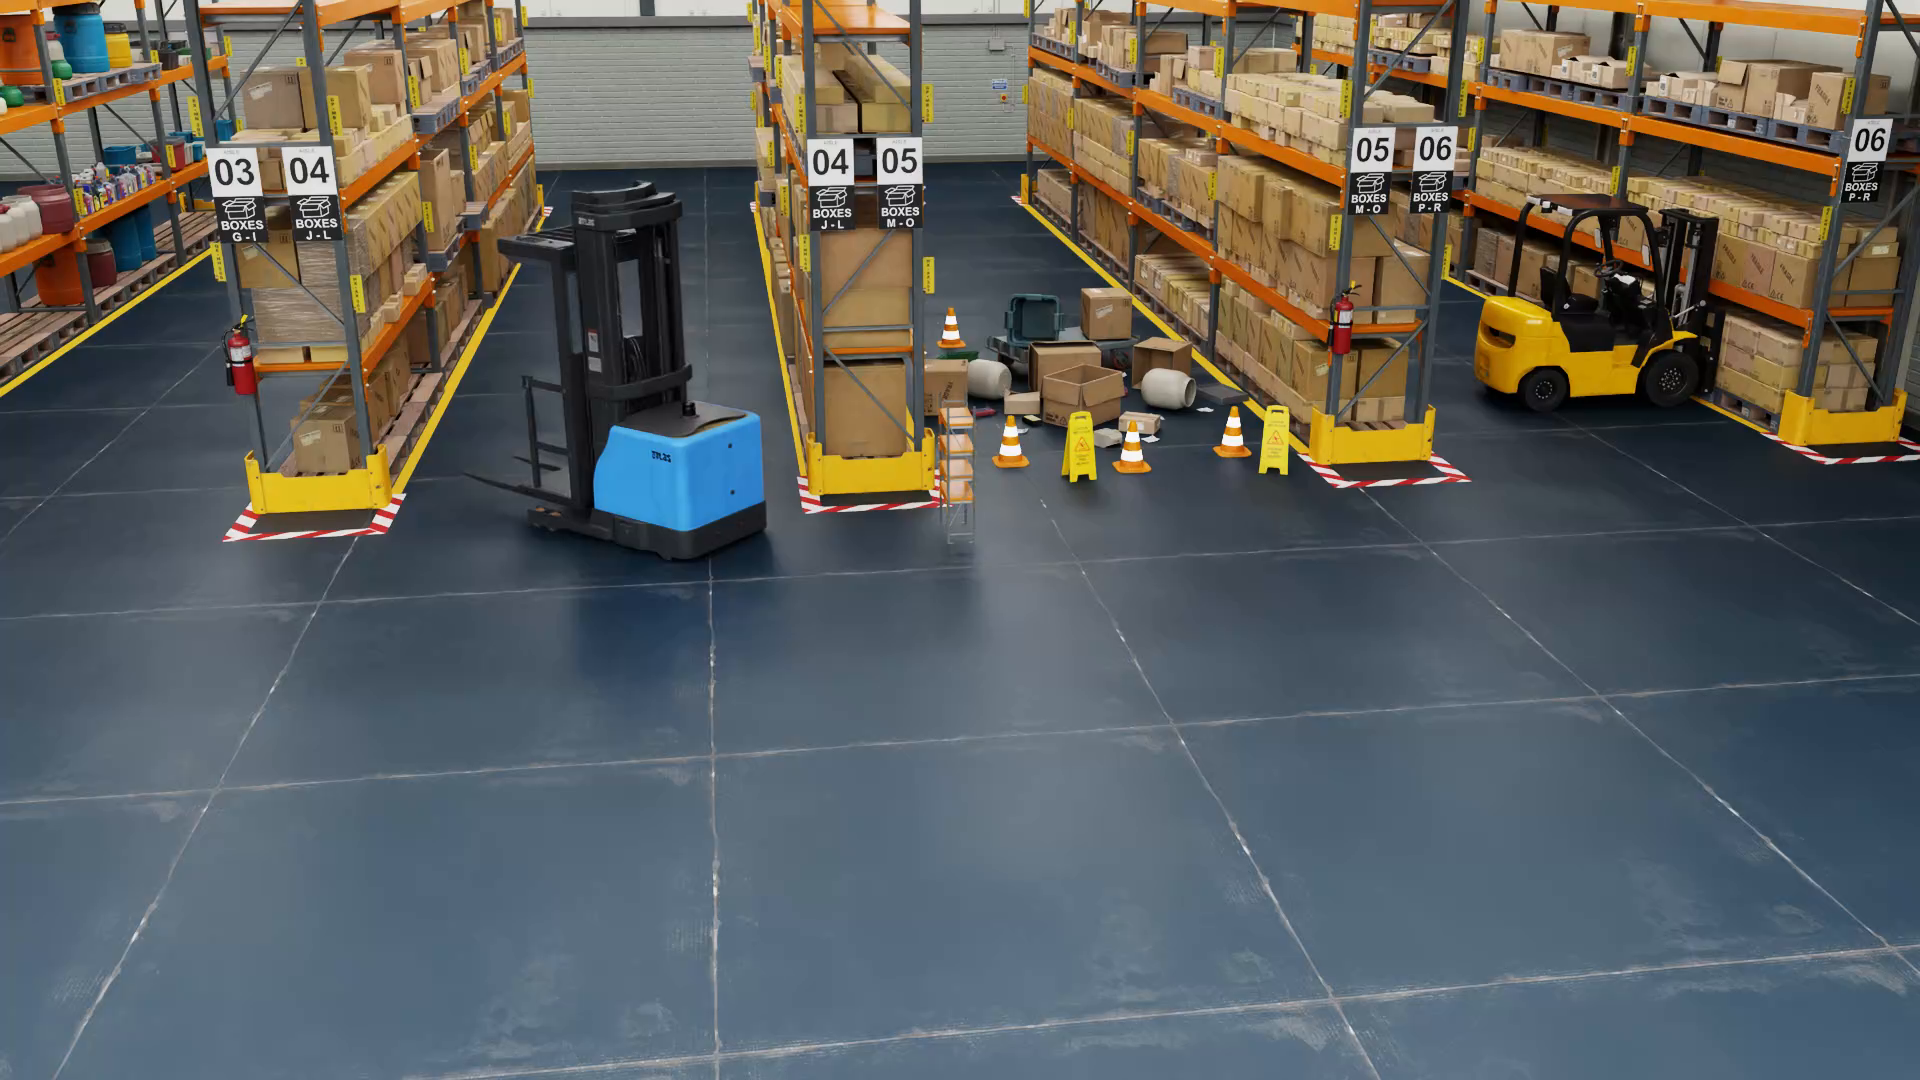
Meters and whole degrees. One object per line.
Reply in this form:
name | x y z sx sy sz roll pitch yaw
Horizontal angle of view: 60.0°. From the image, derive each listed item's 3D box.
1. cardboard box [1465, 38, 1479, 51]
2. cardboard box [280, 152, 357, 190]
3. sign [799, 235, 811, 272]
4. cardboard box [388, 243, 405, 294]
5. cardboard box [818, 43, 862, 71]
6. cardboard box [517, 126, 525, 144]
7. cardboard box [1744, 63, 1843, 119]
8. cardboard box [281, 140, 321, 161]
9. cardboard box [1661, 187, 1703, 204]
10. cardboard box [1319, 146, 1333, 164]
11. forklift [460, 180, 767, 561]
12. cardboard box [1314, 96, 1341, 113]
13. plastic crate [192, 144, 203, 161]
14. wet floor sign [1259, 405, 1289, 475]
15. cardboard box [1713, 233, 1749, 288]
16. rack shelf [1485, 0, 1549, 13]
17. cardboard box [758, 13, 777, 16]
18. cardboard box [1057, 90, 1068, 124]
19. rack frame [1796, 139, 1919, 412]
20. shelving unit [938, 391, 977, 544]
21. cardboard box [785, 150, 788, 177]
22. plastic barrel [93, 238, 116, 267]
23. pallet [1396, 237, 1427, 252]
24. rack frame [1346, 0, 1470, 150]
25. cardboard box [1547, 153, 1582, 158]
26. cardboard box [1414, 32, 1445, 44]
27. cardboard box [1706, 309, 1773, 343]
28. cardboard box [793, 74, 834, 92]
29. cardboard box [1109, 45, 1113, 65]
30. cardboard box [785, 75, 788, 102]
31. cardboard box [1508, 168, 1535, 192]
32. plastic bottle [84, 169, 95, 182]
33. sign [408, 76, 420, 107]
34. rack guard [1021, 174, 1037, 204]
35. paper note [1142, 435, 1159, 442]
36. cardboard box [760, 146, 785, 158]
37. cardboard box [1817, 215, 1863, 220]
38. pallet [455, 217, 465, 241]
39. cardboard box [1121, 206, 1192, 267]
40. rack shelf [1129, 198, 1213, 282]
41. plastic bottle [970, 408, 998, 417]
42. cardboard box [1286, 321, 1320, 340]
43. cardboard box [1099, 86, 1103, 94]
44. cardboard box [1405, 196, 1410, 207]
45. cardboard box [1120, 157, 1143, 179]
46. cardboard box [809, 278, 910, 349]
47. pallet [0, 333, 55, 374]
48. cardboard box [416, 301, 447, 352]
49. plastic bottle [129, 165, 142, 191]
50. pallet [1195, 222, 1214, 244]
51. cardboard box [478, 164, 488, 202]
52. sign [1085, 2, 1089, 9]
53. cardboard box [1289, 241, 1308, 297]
cardboard box | 7.445 -7.169 24.057 0.380 0.149 0.250 -4 21 -10
cardboard box | -5.569 -3.212 14.456 0.500 0.250 0.500 -2 21 -6
sign | -1.372 -2.543 14.745 0.100 0.325 0.005 -3 21 -8
cardboard box | -6.120 -2.766 16.768 0.875 0.500 0.500 -3 21 -8
cardboard box | -1.459 -5.790 20.258 0.500 0.500 0.500 -3 21 -8
cardboard box | -7.584 -6.800 27.924 0.500 0.250 0.500 -4 21 -10
cardboard box | 8.608 -4.645 17.192 0.700 0.500 0.500 -3 21 -7
cardboard box | -5.567 -3.326 14.191 0.380 0.149 0.250 -3 21 -8
cardboard box | 8.246 -3.930 18.956 0.380 0.149 0.250 -2 21 -7
cardboard box | 3.654 -3.678 15.849 0.380 0.149 0.250 -3 21 -7
forklift | -3.163 -1.587 14.276 3.031 2.935 1.130 14 24 32
cardboard box | 3.670 -4.229 16.185 0.380 0.149 0.250 -3 21 -7
plastic crate | -12.414 -6.239 26.786 0.416 0.233 0.300 -3 21 -8
wet floor sign | 3.019 -0.974 15.902 0.267 0.644 0.232 4 21 11
cardboard box | 8.491 -3.010 17.845 0.500 0.500 0.500 -3 21 -9
rack shelf | 7.521 -8.197 24.901 1.077 0.370 4.000 -3 21 -8
cardboard box | -3.299 -8.995 28.656 0.380 0.149 0.250 -2 21 -6
cardboard box | 1.915 -7.192 27.614 0.500 0.500 0.500 -3 21 -9
rack frame | 8.962 -2.449 16.485 1.000 3.000 0.127 -3 21 -8
shelving unit | -0.024 -0.619 14.160 0.258 1.200 0.503 -3 21 -8
cardboard box | -1.931 -5.041 21.855 0.700 0.500 0.500 -3 21 -8
plastic barrel | -12.230 -3.999 23.591 0.421 0.512 0.421 0 20 0
pallet | 7.566 -4.594 26.215 1.003 0.211 1.213 -3 21 -8
rack frame | 4.051 -5.007 14.761 1.000 3.000 0.127 -3 21 -8
cardboard box | 8.286 -5.208 22.802 0.380 0.149 0.250 -3 21 -9
cardboard box | 7.121 -7.618 25.229 0.380 0.149 0.250 -3 21 -7
cardboard box | 8.425 -2.320 18.041 0.500 0.250 0.500 -3 21 -7
cardboard box | -1.362 -4.268 15.545 0.380 0.149 0.250 -3 21 -8
cardboard box | 2.353 -6.965 23.882 0.396 0.266 0.258 -3 21 -9
cardboard box | -1.542 -4.657 17.157 0.500 0.250 0.500 -3 21 -8
cardboard box | 7.760 -4.861 22.443 0.500 0.250 0.500 -3 21 -9
plastic bottle | -12.644 -5.238 24.130 0.152 0.276 0.135 -3 21 -8
sign | -5.797 -4.759 17.646 0.100 0.325 0.005 -3 21 -8
rack guard | 1.741 -6.574 31.103 1.175 0.500 0.348 -3 21 -8
paper note | 1.945 -1.033 16.938 0.148 0.019 0.142 -11 23 -26
cardboard box | -2.624 -5.456 23.447 0.380 0.149 0.250 -2 21 -6
cardboard box | 9.069 -3.249 17.132 0.380 0.149 0.250 -3 21 -7
pallet | -6.583 -3.694 20.093 1.003 0.211 1.213 -3 21 -8
cardboard box | 2.880 -4.412 24.177 0.875 0.875 0.875 -3 21 -8
rack shelf | 3.186 -3.937 21.499 1.077 0.370 4.000 -3 21 -8
plastic bottle | 0.258 -1.369 17.794 0.283 0.061 0.133 -11 23 -26
cardboard box | 3.558 -2.149 17.013 0.380 0.149 0.250 -2 21 -6
cardboard box | 2.479 -7.381 27.192 0.380 0.149 0.250 -3 21 -7
cardboard box | 7.271 -5.346 26.289 0.380 0.149 0.250 -2 21 -6
cardboard box | 2.576 -5.286 23.581 0.500 0.250 0.500 -3 21 -8
cardboard box | -0.931 -2.109 15.361 0.875 0.550 0.550 -3 21 -8
pallet | -11.564 -2.219 19.856 1.003 0.211 1.213 -3 21 -8
cardboard box | -6.450 -2.497 19.558 0.700 0.500 0.500 -3 21 -8
plastic bottle | -11.904 -5.213 23.958 0.144 0.351 0.185 -3 21 -8
pallet | 3.508 -3.764 20.281 1.003 0.211 1.213 -3 21 -8
cardboard box | -6.786 -4.874 22.837 0.500 0.500 0.500 -3 21 -9
sign | 2.283 -9.542 30.038 0.100 0.325 0.005 -3 21 -8
cardboard box | 3.632 -2.731 16.672 0.500 0.500 0.500 -3 21 -8
